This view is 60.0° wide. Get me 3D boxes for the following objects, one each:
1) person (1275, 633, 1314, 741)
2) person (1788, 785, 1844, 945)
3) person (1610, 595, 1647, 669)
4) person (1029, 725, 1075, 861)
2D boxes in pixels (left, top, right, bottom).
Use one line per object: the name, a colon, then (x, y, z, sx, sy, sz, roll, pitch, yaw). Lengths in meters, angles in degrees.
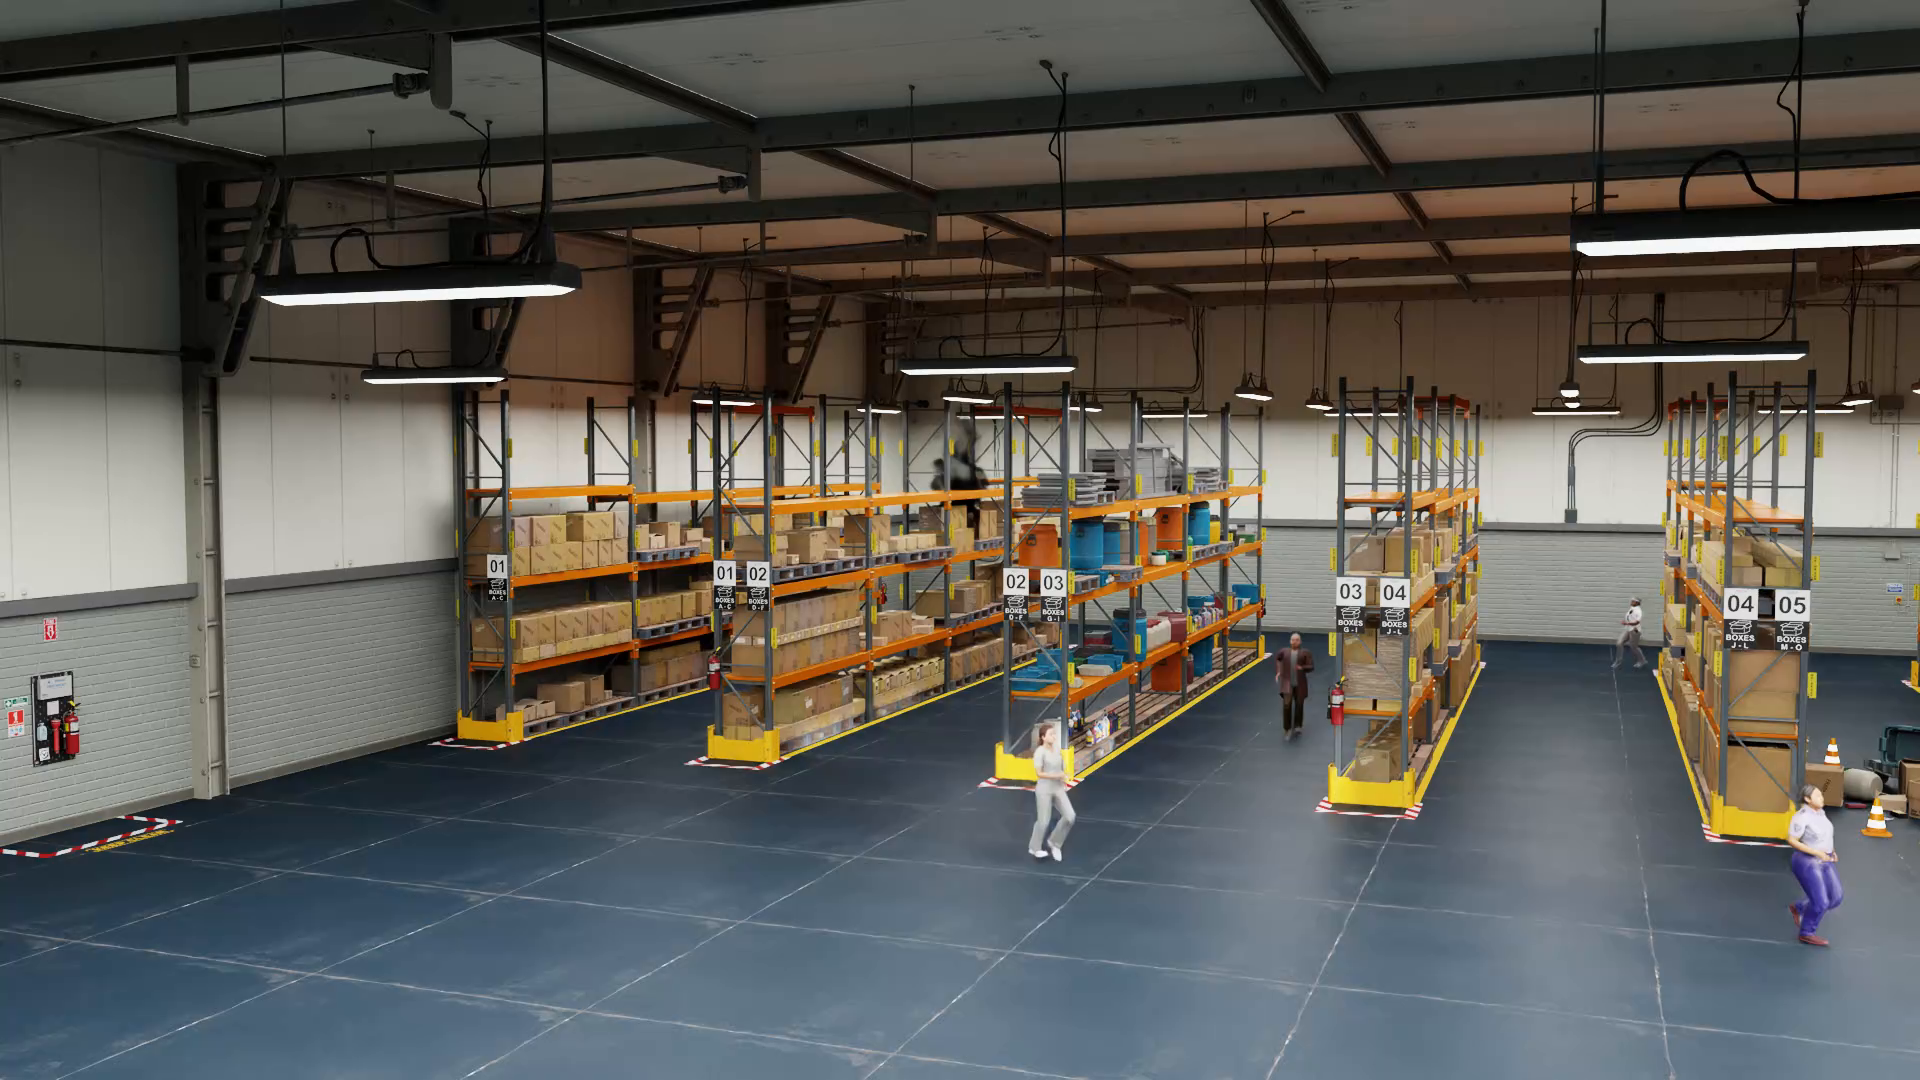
person: (5.777, 2.535, 28.750, 0.669, 1.849, 0.835, 1, 3, 12)
person: (8.635, 3.281, 16.817, 0.603, 1.586, 0.551, -2, 4, -34)
person: (15.201, 2.082, 37.642, 0.806, 1.697, 0.579, 0, 3, -5)
person: (1.104, 3.057, 20.109, 0.535, 1.663, 0.677, -3, 4, -40)
